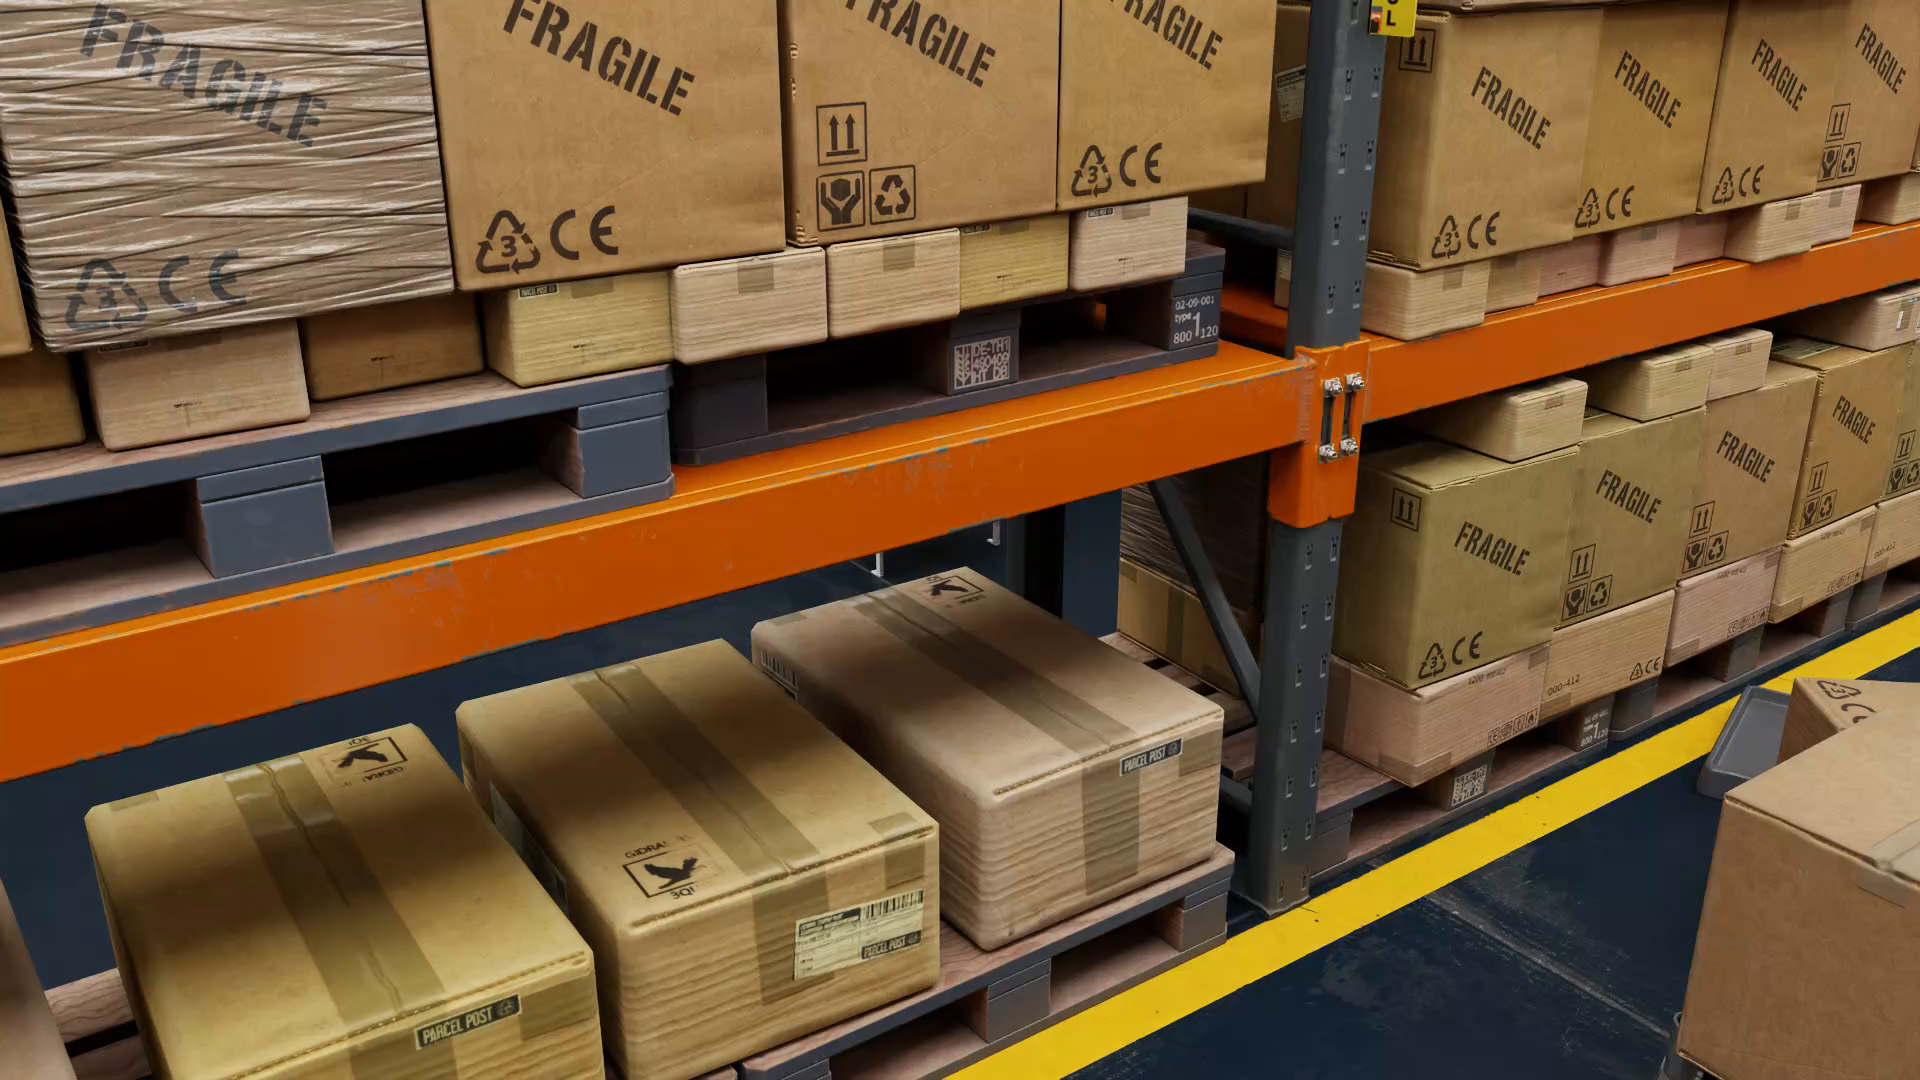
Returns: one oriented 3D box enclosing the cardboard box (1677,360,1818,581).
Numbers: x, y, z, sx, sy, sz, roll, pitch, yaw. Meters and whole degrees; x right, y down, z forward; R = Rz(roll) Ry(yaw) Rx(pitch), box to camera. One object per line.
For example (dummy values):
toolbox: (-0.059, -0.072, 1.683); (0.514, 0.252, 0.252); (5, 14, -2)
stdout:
cardboard box: (1.945, -0.243, 4.590); (0.500, 0.500, 0.500); (-13, 25, -30)

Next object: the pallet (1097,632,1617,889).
pallet: (0.984, 0.440, 4.510); (1.213, 0.211, 1.003); (-15, 26, -33)

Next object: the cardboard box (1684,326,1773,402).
cardboard box: (1.865, -0.493, 4.342); (0.250, 0.149, 0.380); (-13, 25, -30)

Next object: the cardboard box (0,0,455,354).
cardboard box: (-1.031, -0.579, 2.197); (0.500, 0.500, 0.500); (-16, 27, -35)

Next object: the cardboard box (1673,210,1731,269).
cardboard box: (1.694, -0.802, 4.197); (0.250, 0.149, 0.380); (-15, 26, -33)

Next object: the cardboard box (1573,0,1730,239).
cardboard box: (1.373, -1.011, 3.847); (0.500, 0.500, 0.500); (-15, 26, -33)

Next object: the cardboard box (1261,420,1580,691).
cardboard box: (1.096, -0.012, 4.011); (0.500, 0.500, 0.500); (-14, 25, -30)

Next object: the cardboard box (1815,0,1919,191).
cardboard box: (2.187, -1.231, 4.398); (0.500, 0.500, 0.500); (-15, 26, -32)

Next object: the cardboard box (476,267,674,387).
cardboard box: (-0.634, -0.367, 2.541); (0.250, 0.149, 0.380); (-15, 26, -33)

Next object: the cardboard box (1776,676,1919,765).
cardboard box: (2.124, 0.638, 3.620); (0.500, 0.500, 0.500); (2, 22, 4)

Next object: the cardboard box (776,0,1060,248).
cardboard box: (-0.184, -0.802, 2.757); (0.500, 0.500, 0.500); (-15, 26, -33)

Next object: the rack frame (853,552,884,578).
rack frame: (-0.332, -0.469, 5.452); (0.015, 1.200, 0.240); (-15, 26, -33)

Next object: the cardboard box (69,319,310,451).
cardboard box: (-1.075, -0.262, 2.277); (0.250, 0.149, 0.380); (-14, 26, -31)

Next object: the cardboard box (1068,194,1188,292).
cardboard box: (0.203, -0.583, 3.083); (0.250, 0.149, 0.380); (-14, 26, -32)

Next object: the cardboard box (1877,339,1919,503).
cardboard box: (2.786, -0.466, 5.148); (0.500, 0.500, 0.500); (-14, 26, -31)

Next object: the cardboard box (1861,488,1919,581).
cardboard box: (2.782, -0.118, 5.287); (0.500, 0.250, 0.500); (-15, 26, -33)

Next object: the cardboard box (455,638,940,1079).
cardboard box: (-0.547, 0.597, 3.332); (0.625, 0.372, 0.950); (-13, 25, -30)

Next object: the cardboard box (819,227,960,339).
cardboard box: (-0.210, -0.465, 2.787); (0.250, 0.149, 0.380); (-15, 26, -34)

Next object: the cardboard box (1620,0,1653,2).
cardboard box: (1.370, -1.482, 3.679); (0.500, 0.500, 0.700); (-15, 26, -33)

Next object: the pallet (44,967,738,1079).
pallet: (-1.163, 1.030, 3.030); (1.213, 0.211, 1.003); (-15, 26, -33)

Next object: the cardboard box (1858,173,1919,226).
cardboard box: (2.530, -1.005, 4.708); (0.250, 0.149, 0.380); (-15, 26, -33)

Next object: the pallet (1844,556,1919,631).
pallet: (2.964, -0.088, 5.833); (1.213, 0.211, 1.003); (-15, 26, -33)

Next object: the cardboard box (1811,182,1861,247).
cardboard box: (2.134, -0.891, 4.422); (0.250, 0.149, 0.380); (-15, 26, -33)

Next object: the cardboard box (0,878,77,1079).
cardboard box: (-1.729, 0.910, 2.547); (0.625, 0.372, 0.950); (-16, 27, -34)

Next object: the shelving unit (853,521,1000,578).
shelving unit: (-0.134, -0.521, 5.584); (0.503, 1.200, 0.258); (-15, 26, -33)

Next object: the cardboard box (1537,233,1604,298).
cardboard box: (1.275, -0.691, 3.921); (0.250, 0.149, 0.380); (-15, 26, -33)

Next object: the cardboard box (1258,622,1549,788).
cardboard box: (1.096, 0.336, 4.150); (0.500, 0.250, 0.500); (-16, 27, -35)

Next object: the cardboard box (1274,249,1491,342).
cardboard box: (0.902, -0.554, 3.578); (0.250, 0.149, 0.380); (-15, 26, -33)

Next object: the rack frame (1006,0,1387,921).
rack frame: (0.459, -0.699, 3.602); (0.127, 3.000, 1.000); (-15, 26, -33)

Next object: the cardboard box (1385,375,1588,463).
cardboard box: (1.232, -0.322, 3.914); (0.250, 0.149, 0.380); (-14, 26, -32)

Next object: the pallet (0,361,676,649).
pallet: (-1.205, -0.185, 2.572); (1.213, 0.211, 1.003); (-15, 26, -33)

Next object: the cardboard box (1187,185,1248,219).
cardboard box: (0.675, -1.055, 3.957); (0.500, 0.500, 0.500); (-16, 27, -34)

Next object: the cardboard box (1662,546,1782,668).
cardboard box: (1.952, 0.102, 4.738); (0.500, 0.250, 0.500); (-15, 26, -34)

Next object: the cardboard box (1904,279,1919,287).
cardboard box: (2.743, -0.728, 4.929); (0.250, 0.149, 0.380); (-14, 26, -32)

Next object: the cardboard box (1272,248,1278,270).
cardboard box: (0.740, -0.800, 4.193); (0.250, 0.149, 0.380); (-14, 26, -32)

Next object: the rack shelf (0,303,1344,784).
rack shelf: (-1.164, 0.068, 2.650); (4.000, 0.370, 1.077); (-15, 26, -33)
